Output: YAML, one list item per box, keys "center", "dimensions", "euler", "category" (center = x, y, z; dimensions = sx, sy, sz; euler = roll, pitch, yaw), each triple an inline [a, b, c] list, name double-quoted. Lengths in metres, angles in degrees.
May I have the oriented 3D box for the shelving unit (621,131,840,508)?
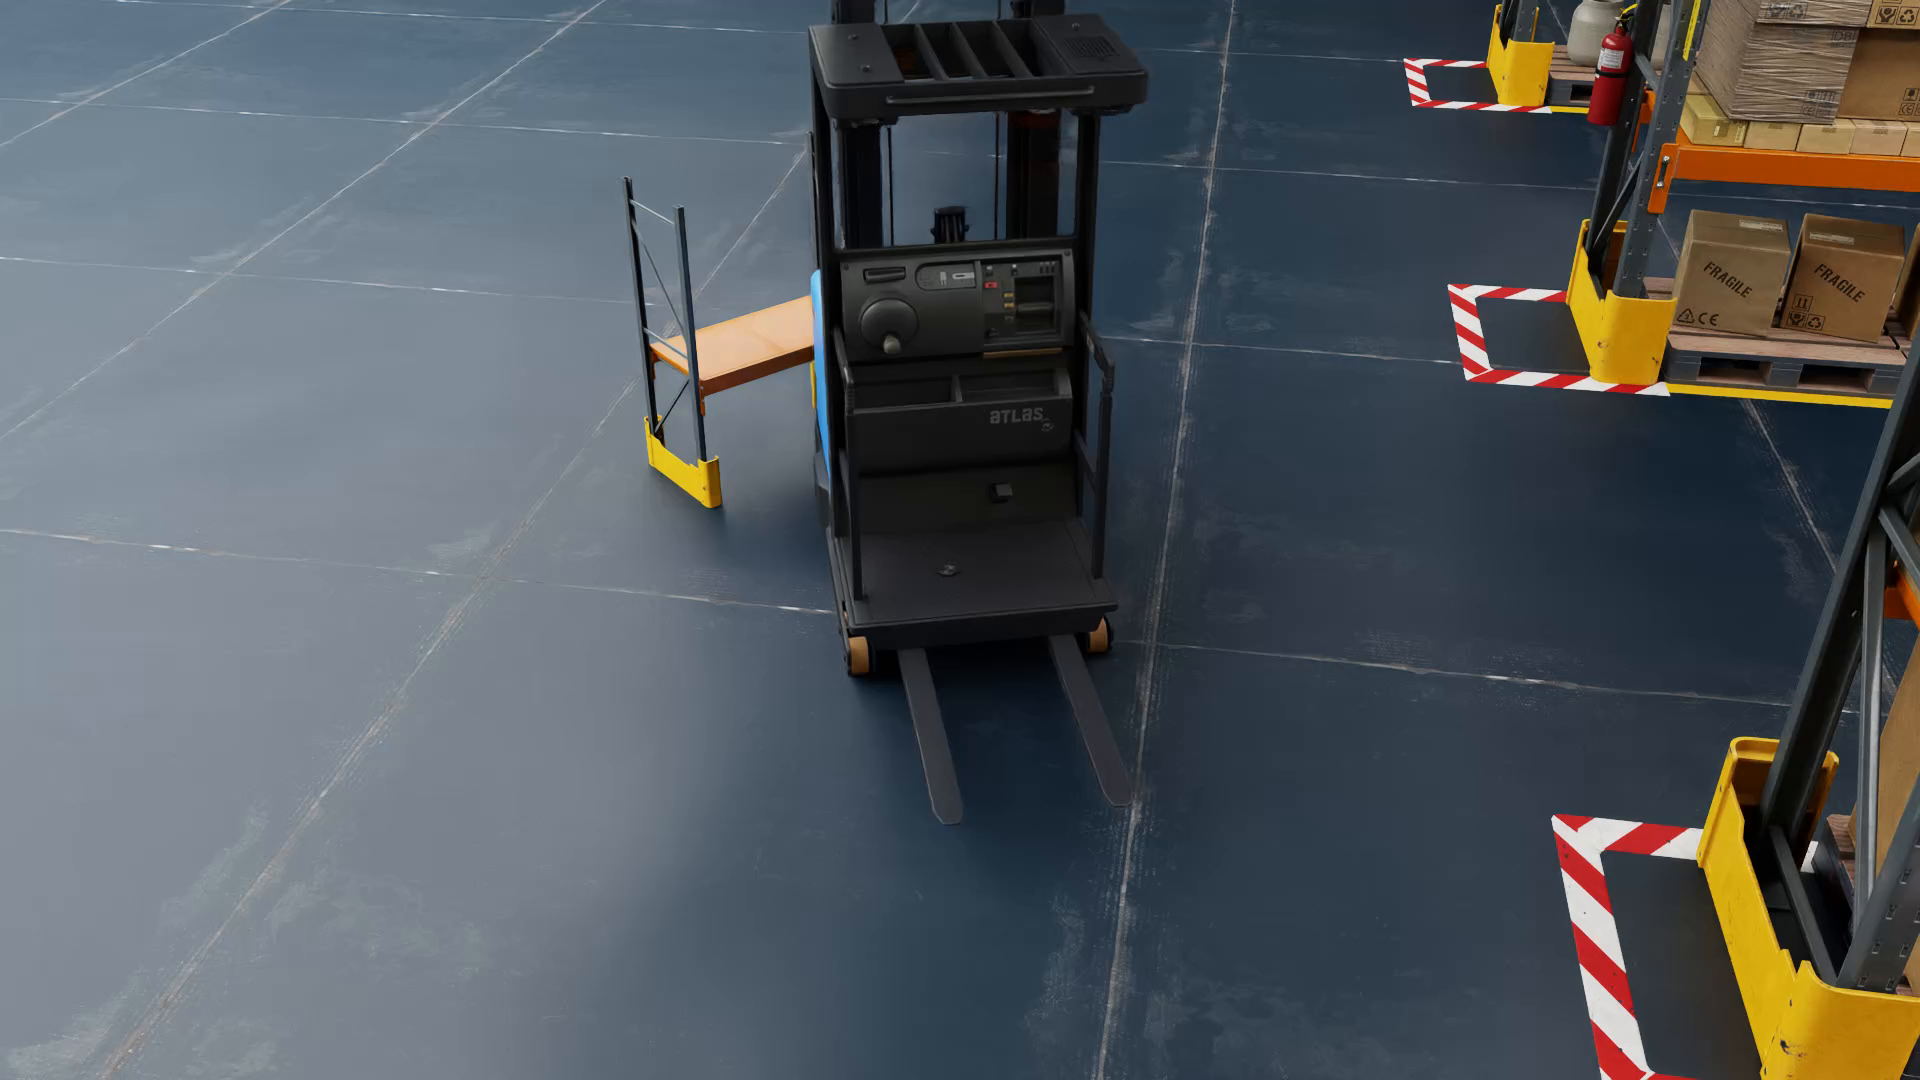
- center: [-0.969, -1.086, 8.071]
  dimensions: [1.083, 1.500, 0.587]
  euler: [-23, 39, -32]
  category: "shelving unit"

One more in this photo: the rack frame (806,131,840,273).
- center: [-0.581, -1.252, 8.337]
  dimensions: [0.032, 1.500, 0.500]
  euler: [-23, 39, -32]
  category: "rack frame"

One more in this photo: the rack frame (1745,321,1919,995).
- center: [2.738, 0.148, 4.686]
  dimensions: [0.127, 3.000, 1.000]
  euler: [5, 32, 8]
  category: "rack frame"

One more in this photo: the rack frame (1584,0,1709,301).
- center: [3.672, -2.437, 8.816]
  dimensions: [0.127, 3.000, 1.000]
  euler: [5, 32, 8]
  category: "rack frame"

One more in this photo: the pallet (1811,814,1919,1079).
- center: [3.539, 1.361, 5.377]
  dimensions: [1.213, 0.211, 1.003]
  euler: [5, 32, 8]
  category: "pallet"

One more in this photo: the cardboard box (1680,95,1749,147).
- center: [3.913, -2.180, 8.643]
  dimensions: [0.250, 0.149, 0.380]
  euler: [5, 32, 8]
  category: "cardboard box"

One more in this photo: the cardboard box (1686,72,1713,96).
- center: [3.988, -2.413, 9.015]
  dimensions: [0.250, 0.149, 0.380]
  euler: [5, 32, 8]
  category: "cardboard box"

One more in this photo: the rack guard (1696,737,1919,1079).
- center: [2.714, 1.206, 5.353]
  dimensions: [0.348, 0.500, 1.175]
  euler: [5, 32, 8]
  category: "rack guard"

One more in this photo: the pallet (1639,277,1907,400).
- center: [4.542, -1.157, 9.400]
  dimensions: [1.213, 0.211, 1.003]
  euler: [5, 32, 8]
  category: "pallet"

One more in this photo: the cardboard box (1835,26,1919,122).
- center: [4.723, -2.560, 8.638]
  dimensions: [0.500, 0.500, 0.875]
  euler: [5, 32, 8]
  category: "cardboard box"

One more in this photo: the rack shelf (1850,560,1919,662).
- center: [4.710, 0.632, 4.592]
  dimensions: [4.000, 0.370, 1.077]
  euler: [5, 32, 8]
  category: "rack shelf"

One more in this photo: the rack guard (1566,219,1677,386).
- center: [3.747, -1.371, 9.469]
  dimensions: [0.348, 0.500, 1.175]
  euler: [5, 32, 8]
  category: "rack guard"

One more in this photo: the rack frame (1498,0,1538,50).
- center: [4.505, -5.027, 12.955]
  dimensions: [0.127, 3.000, 1.000]
  euler: [5, 32, 8]
  category: "rack frame"

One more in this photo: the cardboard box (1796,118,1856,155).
- center: [4.400, -2.118, 8.543]
  dimensions: [0.250, 0.149, 0.380]
  euler: [5, 32, 8]
  category: "cardboard box"

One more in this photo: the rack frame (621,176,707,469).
- center: [-1.372, -0.913, 7.795]
  dimensions: [0.032, 1.500, 0.500]
  euler: [-23, 39, -32]
  category: "rack frame"

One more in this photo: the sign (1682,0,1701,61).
- center: [3.581, -2.520, 8.133]
  dimensions: [0.005, 0.325, 0.100]
  euler: [5, 32, 8]
  category: "sign"

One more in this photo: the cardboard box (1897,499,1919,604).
- center: [3.111, 0.094, 4.631]
  dimensions: [0.550, 0.550, 0.875]
  euler: [5, 32, 8]
  category: "cardboard box"

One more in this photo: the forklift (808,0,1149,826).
- center: [0.031, -0.888, 6.406]
  dimensions: [1.130, 2.935, 3.031]
  euler: [-5, 32, -8]
  category: "forklift"

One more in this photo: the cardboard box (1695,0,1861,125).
- center: [4.210, -2.542, 8.609]
  dimensions: [0.500, 0.500, 0.875]
  euler: [5, 32, 8]
  category: "cardboard box"

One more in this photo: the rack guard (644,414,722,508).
- center: [-1.357, -0.390, 8.137]
  dimensions: [0.087, 0.250, 0.587]
  euler: [-23, 39, -32]
  category: "rack guard"

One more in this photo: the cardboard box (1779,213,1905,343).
- center: [4.880, -1.455, 9.208]
  dimensions: [0.500, 0.500, 0.500]
  euler: [14, 35, 21]
  category: "cardboard box"

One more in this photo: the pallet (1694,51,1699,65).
- center: [6.587, -3.678, 13.427]
  dimensions: [1.213, 0.211, 1.003]
  euler: [5, 32, 8]
  category: "pallet"

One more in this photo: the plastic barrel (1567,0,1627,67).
- center: [5.167, -4.132, 13.473]
  dimensions: [0.421, 0.512, 0.421]
  euler: [0, 32, 0]
  category: "plastic barrel"

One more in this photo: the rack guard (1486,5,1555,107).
- center: [4.588, -3.986, 13.646]
  dimensions: [0.348, 0.500, 1.175]
  euler: [5, 32, 8]
  category: "rack guard"

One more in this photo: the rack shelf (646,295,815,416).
- center: [-0.976, -0.930, 8.161]
  dimensions: [1.000, 0.185, 0.538]
  euler: [-23, 39, -32]
  category: "rack shelf"

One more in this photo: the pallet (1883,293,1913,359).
- center: [5.741, -1.047, 9.224]
  dimensions: [1.213, 0.211, 1.003]
  euler: [5, 32, 8]
  category: "pallet"

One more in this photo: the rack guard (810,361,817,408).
- center: [-0.582, -0.722, 8.668]
  dimensions: [0.087, 0.250, 0.587]
  euler: [-23, 39, -32]
  category: "rack guard"

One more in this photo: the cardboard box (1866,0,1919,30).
- center: [4.660, -2.789, 8.062]
  dimensions: [0.500, 0.500, 0.500]
  euler: [5, 32, 8]
  category: "cardboard box"

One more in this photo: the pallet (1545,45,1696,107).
- center: [5.388, -3.788, 13.603]
  dimensions: [1.213, 0.211, 1.003]
  euler: [5, 32, 8]
  category: "pallet"

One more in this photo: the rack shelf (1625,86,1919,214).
- center: [5.644, -1.953, 8.722]
  dimensions: [4.000, 0.370, 1.077]
  euler: [5, 32, 8]
  category: "rack shelf"

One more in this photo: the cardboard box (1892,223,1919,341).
- center: [5.494, -1.390, 9.103]
  dimensions: [0.500, 0.500, 0.500]
  euler: [8, 33, 13]
  category: "cardboard box"

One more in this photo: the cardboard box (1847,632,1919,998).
- center: [3.418, 0.897, 5.097]
  dimensions: [0.875, 0.875, 0.875]
  euler: [5, 32, 8]
  category: "cardboard box"

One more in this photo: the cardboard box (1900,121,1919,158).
- center: [4.895, -2.080, 8.483]
  dimensions: [0.250, 0.149, 0.380]
  euler: [5, 32, 8]
  category: "cardboard box"

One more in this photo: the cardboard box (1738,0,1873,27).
- center: [4.168, -2.838, 8.139]
  dimensions: [0.500, 0.500, 0.500]
  euler: [5, 32, 8]
  category: "cardboard box"

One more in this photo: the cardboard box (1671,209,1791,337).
- center: [4.285, -1.491, 9.265]
  dimensions: [0.500, 0.500, 0.500]
  euler: [11, 34, 17]
  category: "cardboard box"

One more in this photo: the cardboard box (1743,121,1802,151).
- center: [4.156, -2.148, 8.591]
  dimensions: [0.250, 0.149, 0.380]
  euler: [5, 32, 8]
  category: "cardboard box"

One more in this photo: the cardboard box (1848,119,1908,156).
- center: [4.650, -2.106, 8.525]
  dimensions: [0.250, 0.149, 0.380]
  euler: [5, 32, 8]
  category: "cardboard box"

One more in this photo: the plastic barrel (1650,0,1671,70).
- center: [5.661, -4.087, 13.402]
  dimensions: [0.421, 0.512, 0.421]
  euler: [0, 32, 0]
  category: "plastic barrel"

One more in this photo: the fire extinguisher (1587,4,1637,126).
- center: [3.637, -2.655, 9.238]
  dimensions: [0.183, 0.674, 0.296]
  euler: [5, 32, 8]
  category: "fire extinguisher"
